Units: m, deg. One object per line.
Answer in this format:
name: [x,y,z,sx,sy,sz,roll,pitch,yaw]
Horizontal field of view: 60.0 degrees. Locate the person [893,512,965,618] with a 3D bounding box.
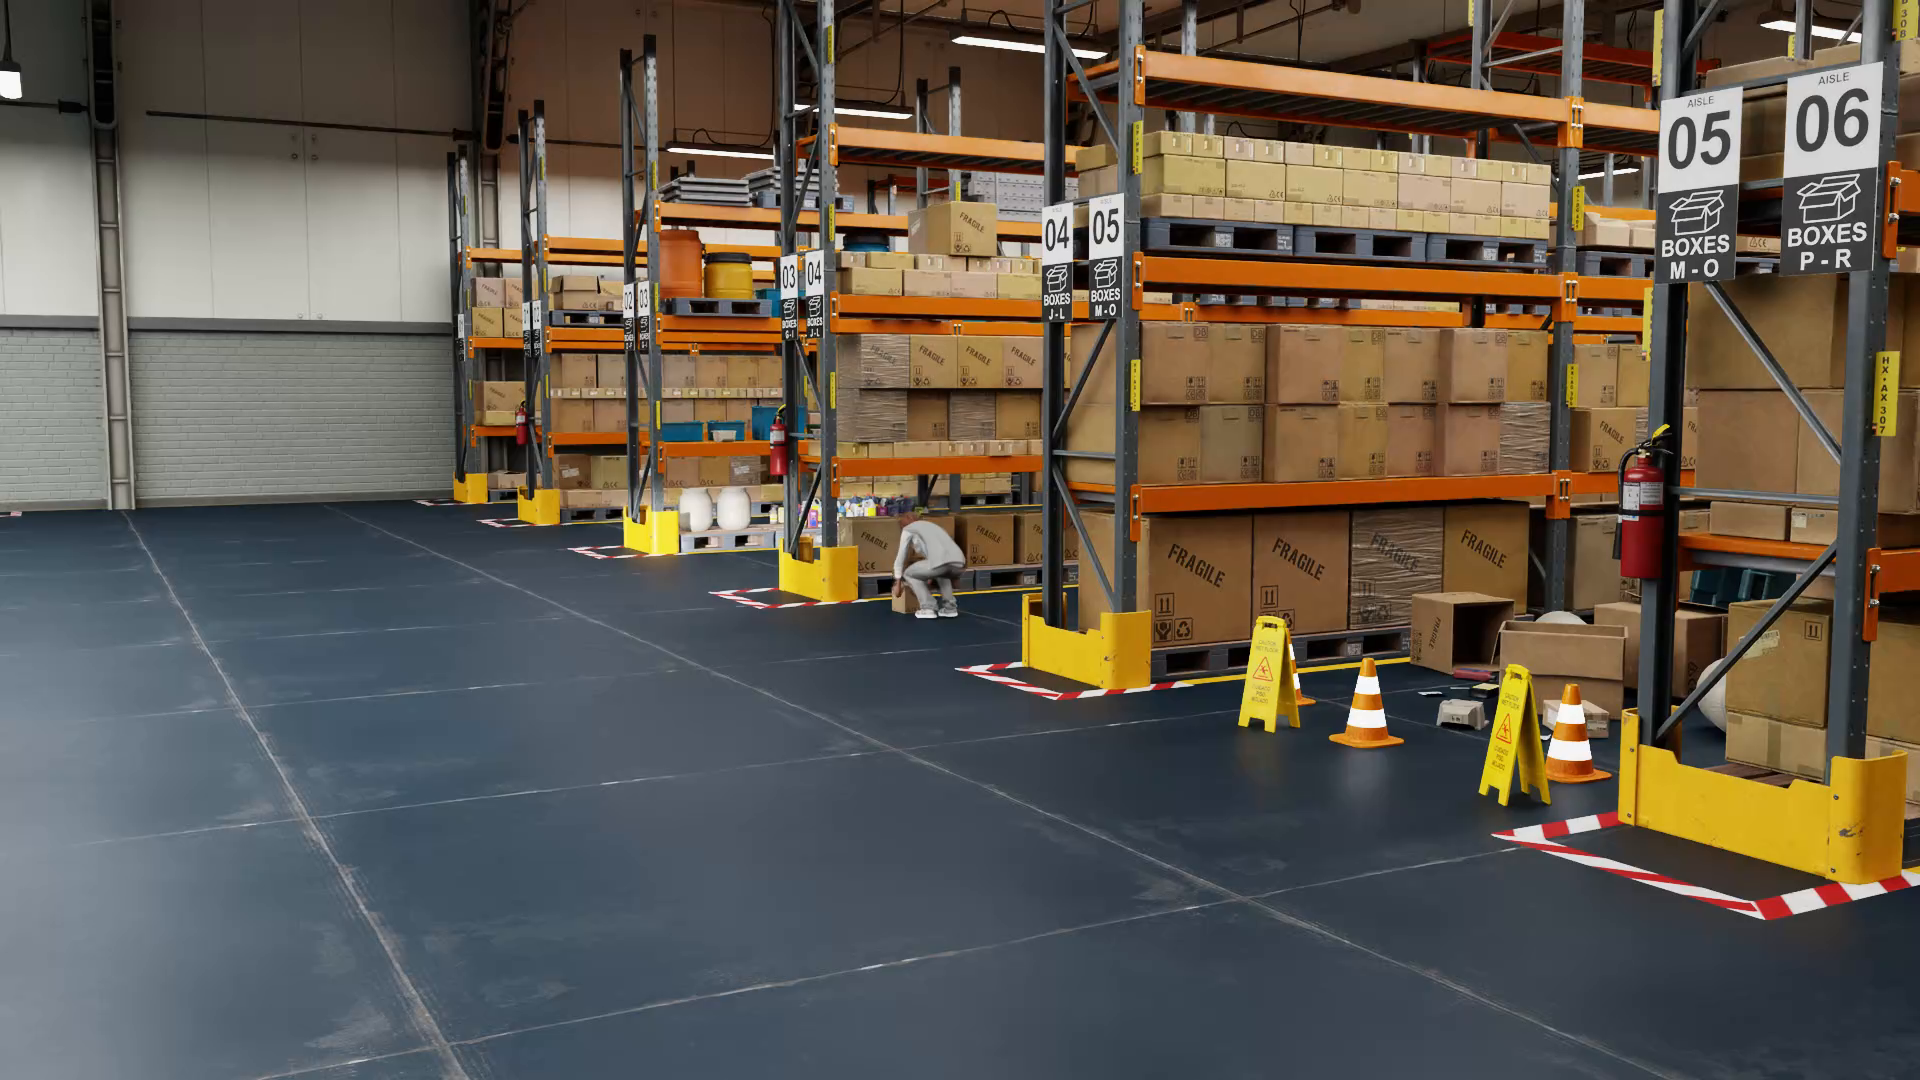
person: [-0.267,0.217,14.257,0.447,0.886,0.795,-3,6,-29]
